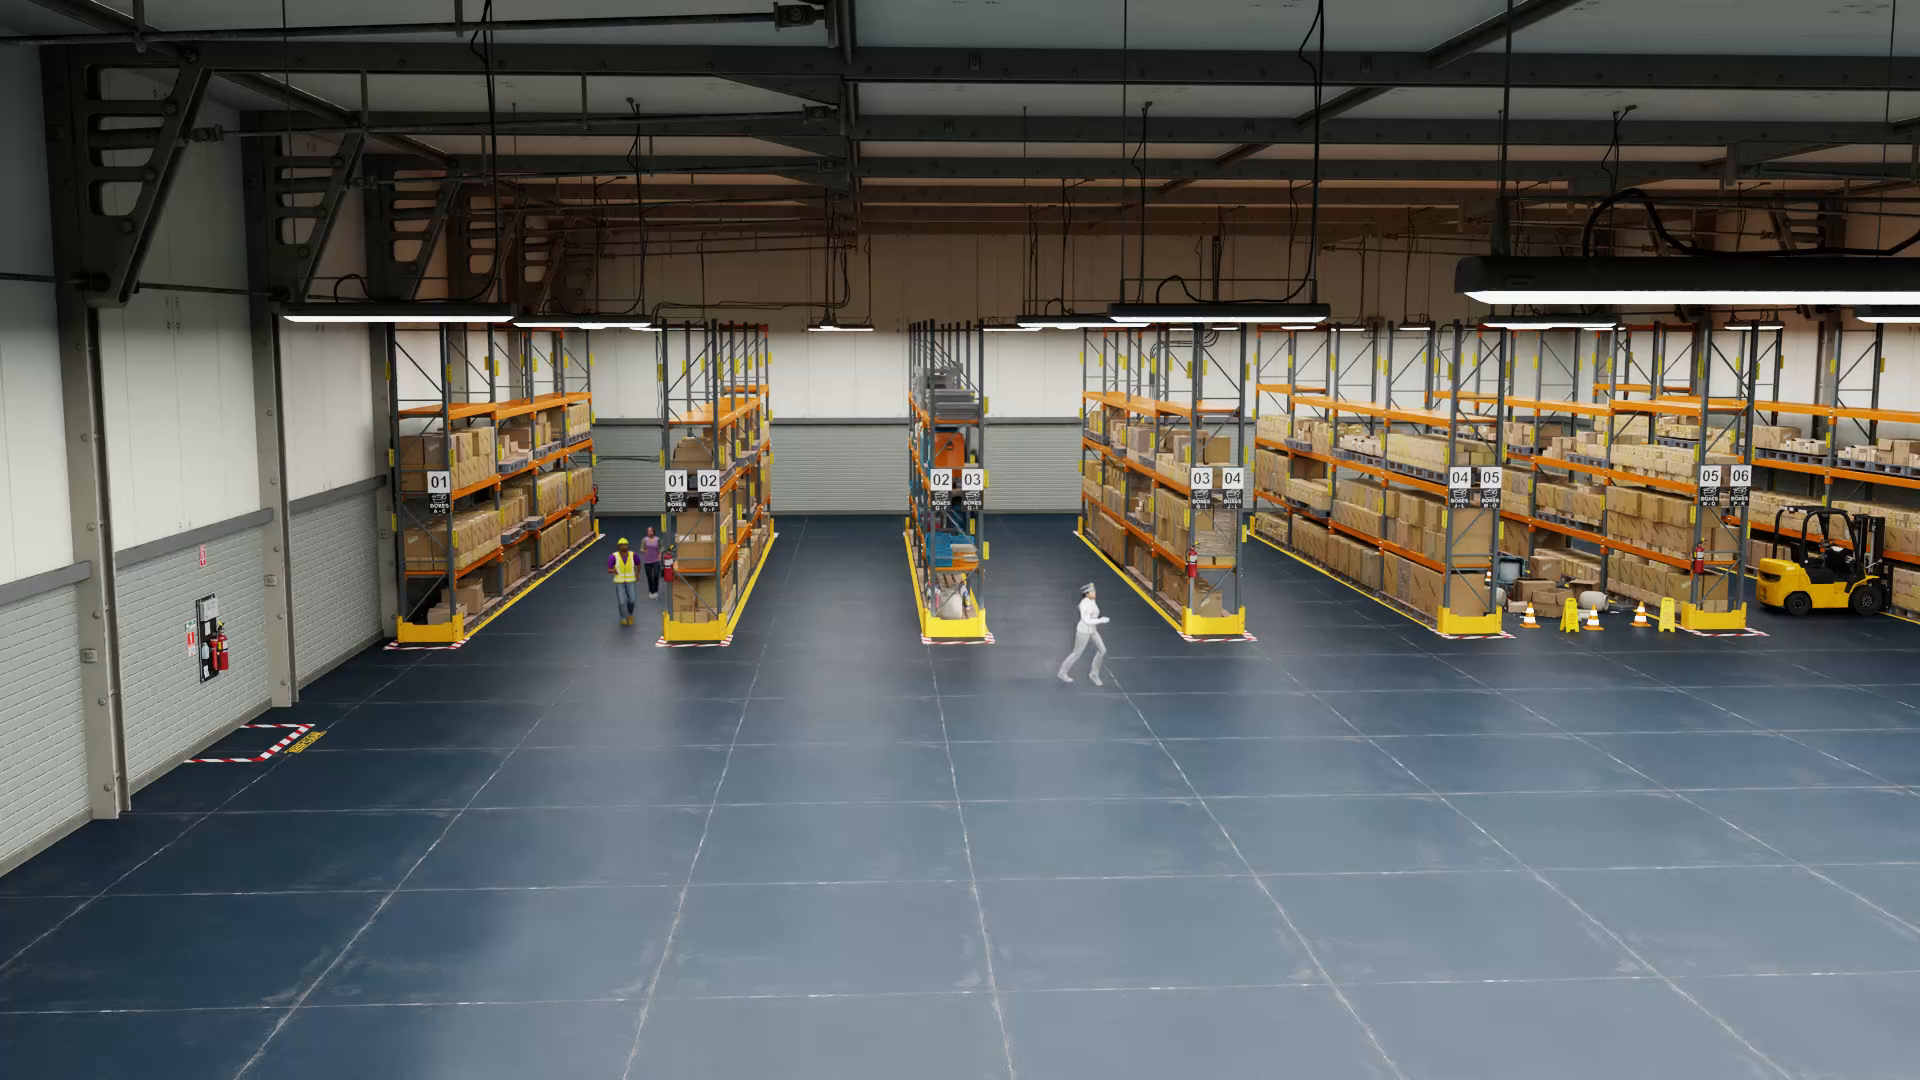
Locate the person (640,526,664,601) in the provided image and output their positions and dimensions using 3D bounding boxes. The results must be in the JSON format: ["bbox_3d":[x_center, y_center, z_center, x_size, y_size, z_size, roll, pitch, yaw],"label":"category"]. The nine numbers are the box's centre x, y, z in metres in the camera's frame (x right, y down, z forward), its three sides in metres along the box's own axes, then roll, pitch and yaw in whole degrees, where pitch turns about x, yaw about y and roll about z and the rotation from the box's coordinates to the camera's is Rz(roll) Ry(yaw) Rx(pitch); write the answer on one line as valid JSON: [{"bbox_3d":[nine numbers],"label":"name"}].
[{"bbox_3d":[-6.646,0.503,35.899,0.517,1.608,0.639,-1,7,-7],"label":"person"}]

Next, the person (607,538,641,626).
[{"bbox_3d":[-6.553,0.838,32.570,0.680,1.750,0.626,-2,7,-16],"label":"person"}]

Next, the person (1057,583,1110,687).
[{"bbox_3d":[2.047,1.539,27.170,0.866,1.729,0.622,3,8,25],"label":"person"}]
